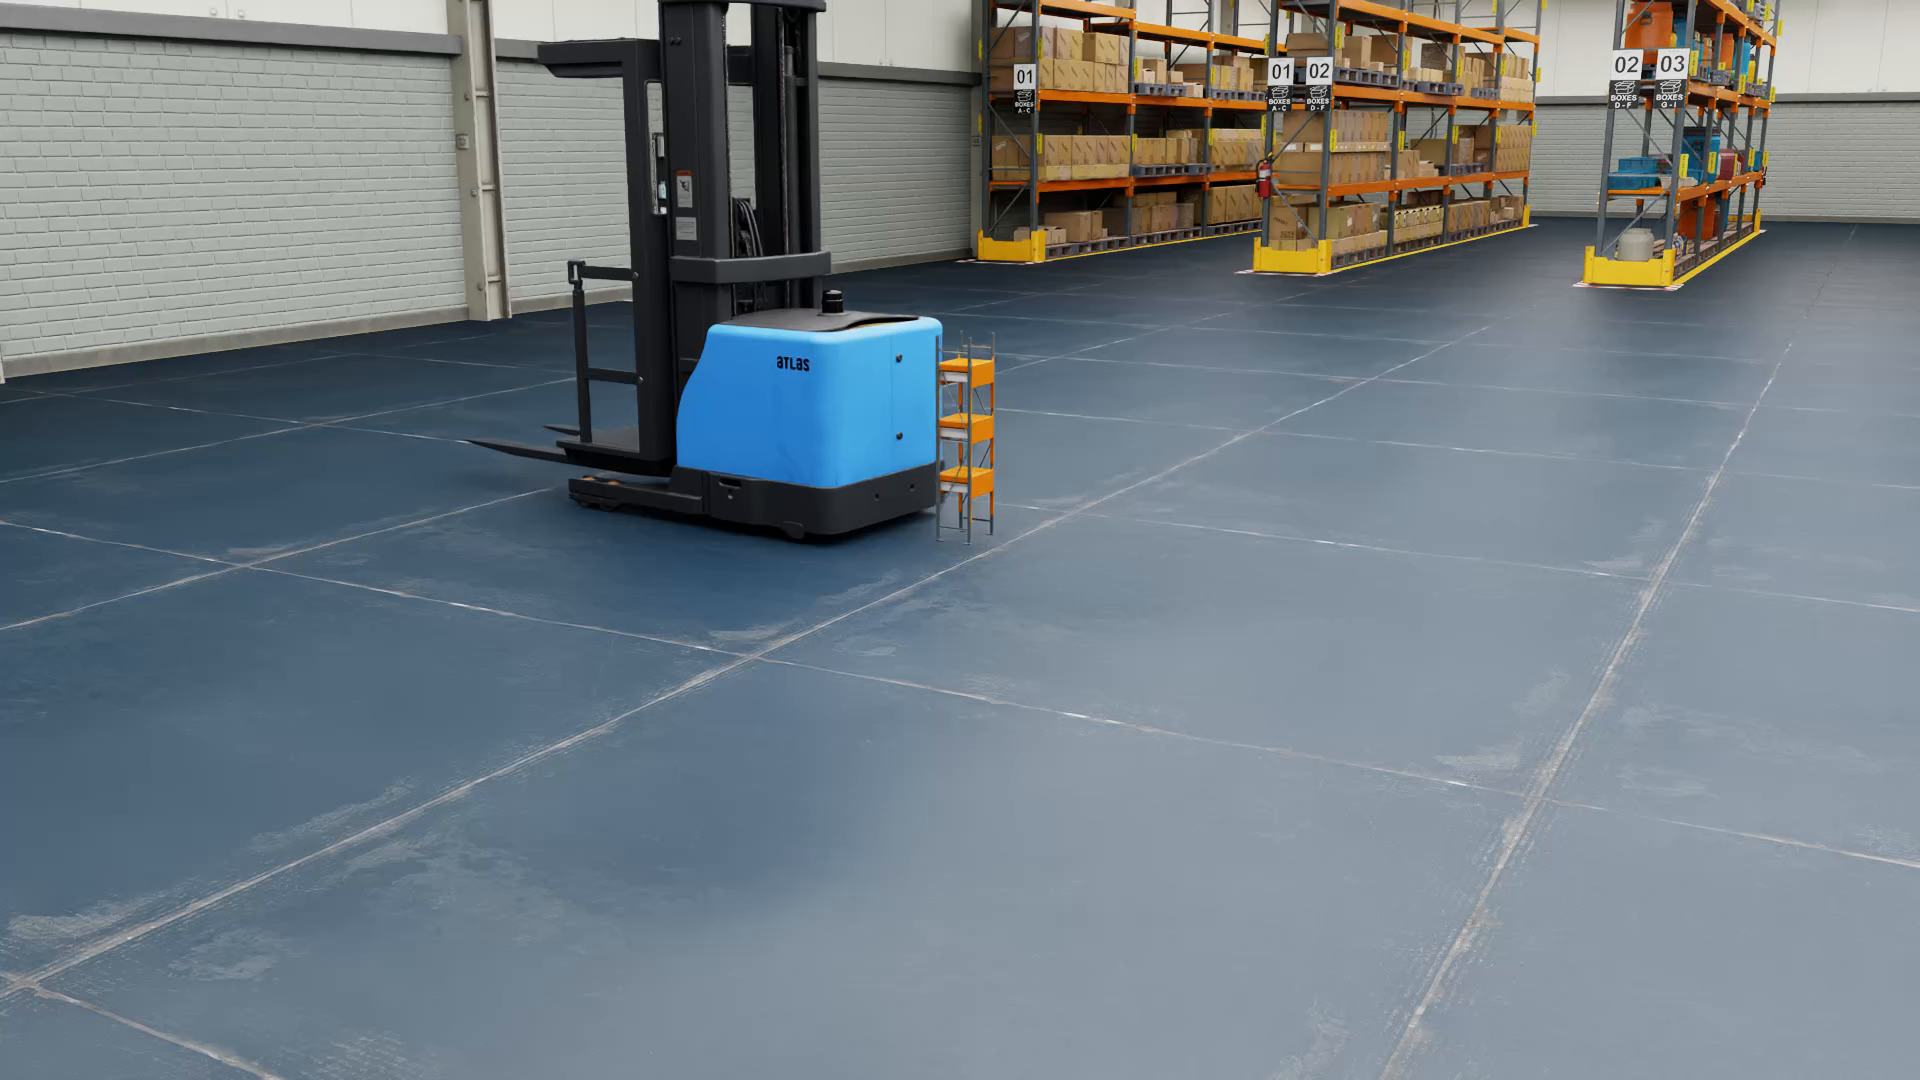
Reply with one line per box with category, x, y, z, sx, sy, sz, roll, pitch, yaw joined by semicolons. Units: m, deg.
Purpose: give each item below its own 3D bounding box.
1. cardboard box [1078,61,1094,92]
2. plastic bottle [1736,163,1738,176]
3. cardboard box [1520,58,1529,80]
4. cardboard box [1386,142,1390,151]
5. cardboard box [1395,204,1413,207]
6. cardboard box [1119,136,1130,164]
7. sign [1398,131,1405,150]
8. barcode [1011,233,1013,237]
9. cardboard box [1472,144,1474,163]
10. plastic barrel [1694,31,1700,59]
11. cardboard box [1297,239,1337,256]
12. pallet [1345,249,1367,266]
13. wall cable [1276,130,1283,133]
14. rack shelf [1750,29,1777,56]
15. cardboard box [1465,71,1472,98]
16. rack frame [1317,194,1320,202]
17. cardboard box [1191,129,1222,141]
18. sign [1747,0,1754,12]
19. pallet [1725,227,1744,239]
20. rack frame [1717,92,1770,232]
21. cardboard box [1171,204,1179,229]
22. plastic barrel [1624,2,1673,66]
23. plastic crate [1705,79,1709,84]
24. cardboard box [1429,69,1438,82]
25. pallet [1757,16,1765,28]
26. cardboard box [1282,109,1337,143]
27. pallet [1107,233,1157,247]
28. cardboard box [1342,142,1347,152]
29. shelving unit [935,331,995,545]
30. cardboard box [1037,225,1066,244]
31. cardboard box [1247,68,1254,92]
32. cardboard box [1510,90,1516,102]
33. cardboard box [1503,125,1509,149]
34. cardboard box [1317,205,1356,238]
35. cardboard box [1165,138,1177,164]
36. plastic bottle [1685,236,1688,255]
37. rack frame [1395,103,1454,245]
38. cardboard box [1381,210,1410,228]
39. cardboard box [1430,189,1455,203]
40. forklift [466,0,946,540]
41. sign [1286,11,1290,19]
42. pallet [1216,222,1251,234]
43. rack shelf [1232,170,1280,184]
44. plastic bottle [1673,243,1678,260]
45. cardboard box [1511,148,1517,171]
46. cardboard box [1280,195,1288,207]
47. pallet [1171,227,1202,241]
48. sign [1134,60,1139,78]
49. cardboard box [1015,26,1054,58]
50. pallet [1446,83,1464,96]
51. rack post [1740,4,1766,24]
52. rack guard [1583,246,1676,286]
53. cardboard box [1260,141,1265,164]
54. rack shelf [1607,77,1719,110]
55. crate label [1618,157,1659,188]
cardboard box;1.995;-8.096;29.058;0.500;0.500;0.500;8;16;31
plastic bottle;15.062;-7.265;32.375;0.144;0.351;0.185;7;15;28
cardboard box;12.674;-10.821;38.272;0.700;0.500;0.500;7;15;28
cardboard box;7.163;-6.757;28.566;0.380;0.149;0.250;7;15;28
cardboard box;8.531;-6.360;32.289;0.500;0.311;0.500;8;16;30
cardboard box;2.811;-7.203;30.690;0.500;0.500;0.500;7;15;28
sign;7.594;-6.870;28.615;0.100;0.325;0.005;7;15;28
barcode;0.907;-5.305;28.919;0.001;0.075;0.075;7;15;28
cardboard box;10.550;-8.296;35.435;0.700;0.500;0.500;2;14;9
plastic barrel;11.814;-7.877;27.336;0.600;0.901;0.600;0;14;0
cardboard box;5.628;-4.605;26.206;0.500;0.250;0.500;7;15;28
pallet;6.098;-4.708;27.613;1.003;0.211;1.213;7;15;28
wall cable;8.361;-10.360;42.938;0.084;1.984;1.851;7;15;28
rack shelf;16.276;-10.336;34.593;1.077;0.370;4.000;7;15;28
cardboard box;9.720;-9.106;33.290;0.910;0.500;0.500;7;15;28
rack frame;8.570;-9.496;41.522;1.000;3.000;0.127;7;15;28
cardboard box;5.162;-8.492;34.867;0.500;0.250;0.500;8;16;29
sign;13.860;-9.431;29.141;0.100;0.325;0.005;7;15;28
pallet;15.631;-6.353;34.433;1.003;0.211;1.213;7;15;28
rack frame;17.243;-8.374;36.867;1.000;3.000;0.127;7;15;28
cardboard box;4.050;-6.607;33.935;0.700;0.500;0.500;7;15;28
plastic barrel;9.632;-7.076;23.273;0.600;0.830;0.708;7;15;28
plastic crate;11.020;-6.867;24.778;0.243;0.136;0.396;7;15;28
cardboard box;8.633;-8.675;31.139;0.500;0.250;0.500;8;16;30
pallet;14.936;-10.010;32.110;1.003;0.211;1.213;7;15;28
cardboard box;5.436;-6.437;25.854;0.700;0.500;0.500;7;15;28
pallet;3.144;-5.838;32.300;1.003;0.211;1.213;7;15;28
cardboard box;5.923;-6.230;26.378;0.380;0.149;0.250;7;15;27
shelving unit;0.026;-0.521;8.456;0.215;1.050;0.252;7;15;28
cardboard box;1.524;-5.369;29.202;0.500;0.311;0.500;9;16;33
cardboard box;6.115;-10.228;37.006;0.700;0.500;0.500;6;15;25
cardboard box;11.915;-9.777;36.606;0.500;0.250;0.500;7;15;28
cardboard box;11.698;-8.820;36.373;0.500;0.500;0.500;7;15;26
cardboard box;6.098;-5.177;26.976;0.500;0.500;0.500;7;15;28
cardboard box;3.902;-7.762;33.176;0.700;0.500;0.500;7;15;28
plastic bottle;11.498;-4.669;26.357;0.061;0.283;0.133;8;16;31
rack frame;9.041;-7.294;32.390;1.000;3.000;0.127;7;15;28
cardboard box;7.772;-5.772;29.851;0.500;0.311;0.500;7;15;27
cardboard box;10.044;-7.201;34.799;0.500;0.250;0.500;7;15;28
forklift;-1.576;-1.676;9.231;3.031;2.935;1.130;9;16;34
sign;8.087;-13.008;40.957;0.100;0.325;0.005;7;15;28
pallet;5.741;-6.902;36.711;1.003;0.211;1.213;7;15;28
rack shelf;7.603;-8.736;39.905;1.077;0.370;4.000;7;15;28
plastic bottle;10.823;-4.385;25.207;0.097;0.271;0.097;0;14;0
cardboard box;12.193;-8.550;37.383;0.500;0.500;0.500;7;15;27
cardboard box;7.334;-7.909;39.376;0.700;0.500;0.500;7;15;27
pallet;4.324;-6.339;34.377;1.003;0.211;1.213;7;15;28
sign;3.248;-8.684;30.650;0.100;0.325;0.005;7;15;28
cardboard box;1.234;-8.268;27.637;0.500;0.500;0.500;6;15;24
pallet;8.791;-8.511;31.441;1.213;0.211;1.003;8;16;31
rack post;14.442;-9.797;31.036;0.937;0.300;0.954;9;16;34
rack guard;9.504;-3.897;23.630;1.175;0.500;0.348;7;15;28
cardboard box;6.634;-8.755;37.558;0.500;0.500;0.500;7;15;27
rack shelf;10.475;-6.610;24.685;1.077;0.370;4.000;7;15;28
crate label;10.161;-5.516;24.940;0.502;0.435;0.616;7;15;28
